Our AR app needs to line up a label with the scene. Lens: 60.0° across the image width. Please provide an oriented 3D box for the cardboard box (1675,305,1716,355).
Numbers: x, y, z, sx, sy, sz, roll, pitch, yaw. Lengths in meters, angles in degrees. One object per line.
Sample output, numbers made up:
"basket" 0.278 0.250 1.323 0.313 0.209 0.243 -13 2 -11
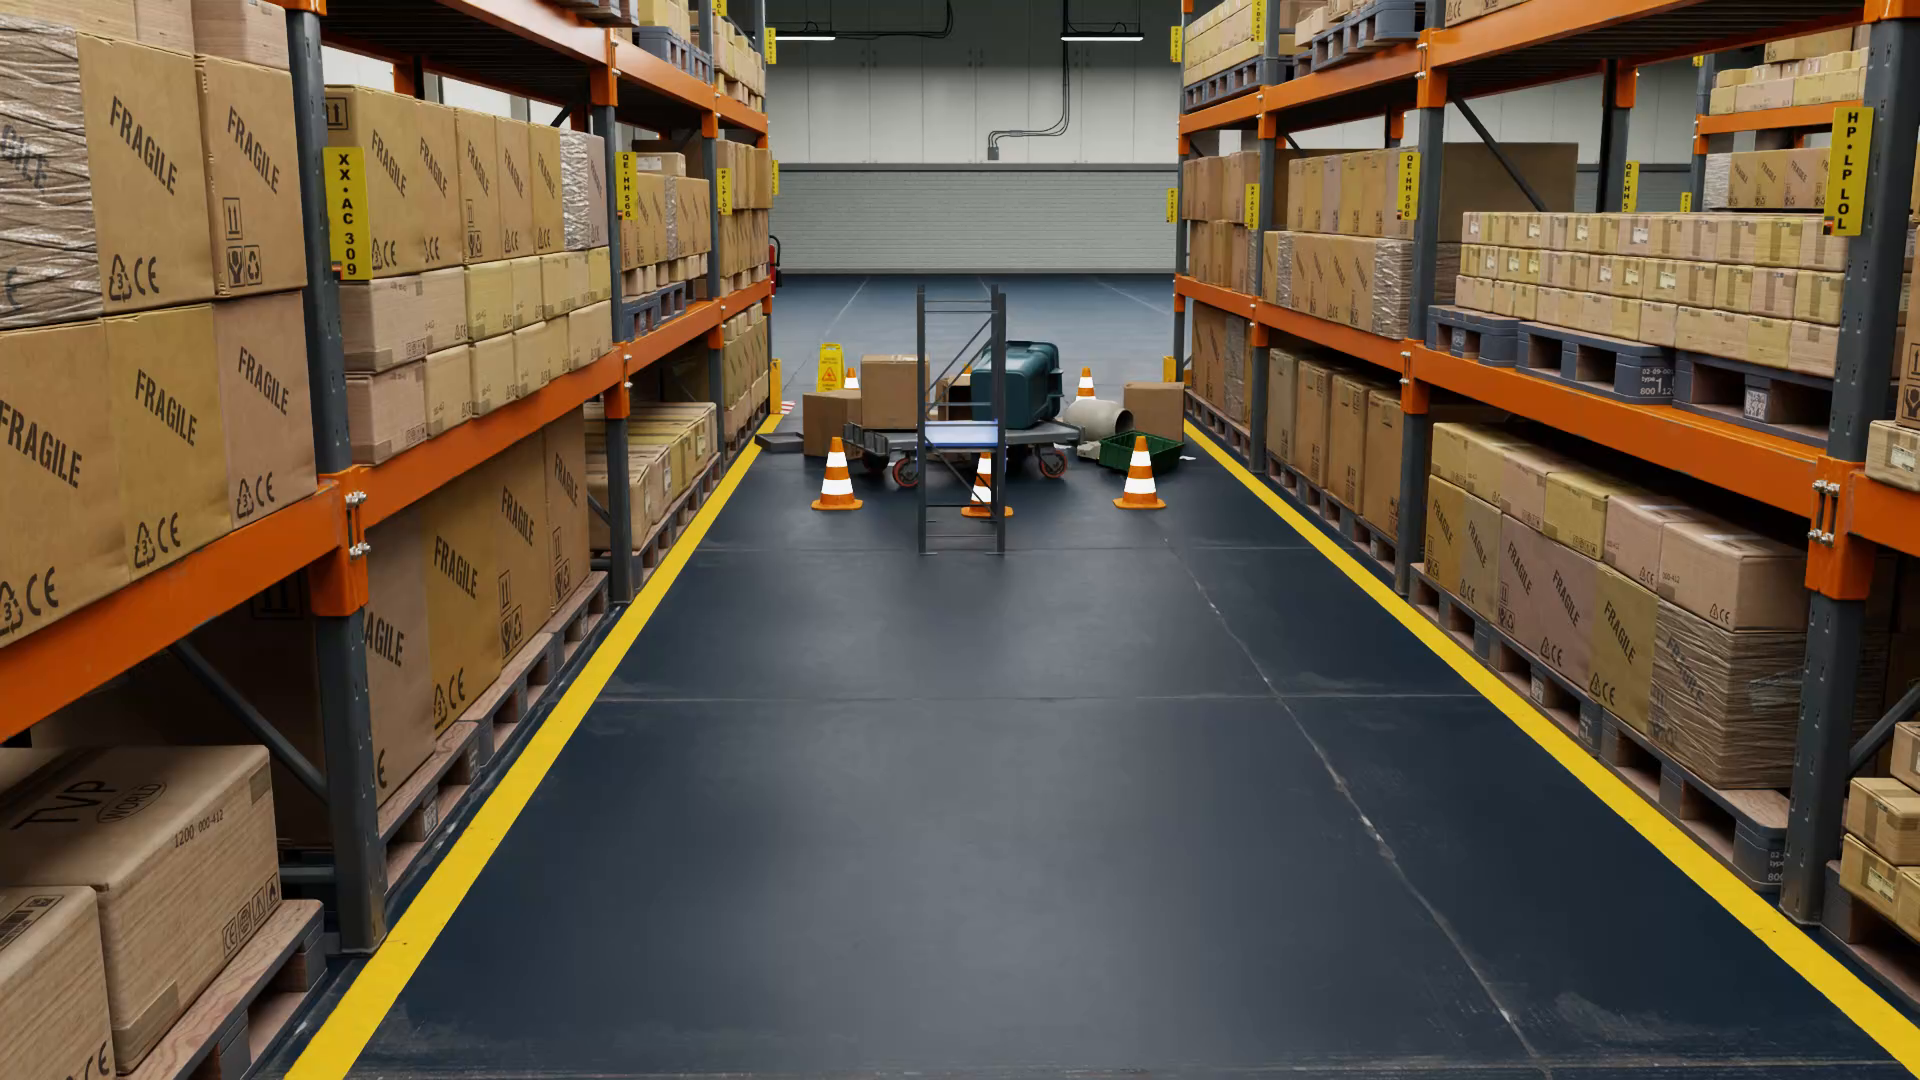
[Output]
"cardboard box" 2.639 -0.704 5.559 0.380 0.149 0.250 -1 11 -4

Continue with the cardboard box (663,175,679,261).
"cardboard box" -1.987 -1.946 10.052 0.500 0.500 0.500 -1 11 -3

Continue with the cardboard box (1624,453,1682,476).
"cardboard box" 3.069 -0.199 6.840 0.500 0.250 0.500 0 11 0

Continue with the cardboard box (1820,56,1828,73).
"cardboard box" 7.409 -3.954 13.834 0.380 0.149 0.250 -1 11 -3

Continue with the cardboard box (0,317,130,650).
"cardboard box" -1.782 -0.107 2.792 0.500 0.500 0.500 0 11 -2

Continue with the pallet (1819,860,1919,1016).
"pallet" 2.908 1.108 4.067 1.003 0.211 1.213 0 11 -1

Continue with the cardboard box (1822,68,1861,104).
"cardboard box" 7.368 -3.674 13.456 0.500 0.250 0.500 0 11 -2

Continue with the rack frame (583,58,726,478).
"rack frame" -2.253 -1.942 12.086 1.000 3.000 0.127 0 11 -1

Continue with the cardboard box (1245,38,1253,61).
"cardboard box" 2.361 -3.705 12.558 0.380 0.149 0.250 0 11 0

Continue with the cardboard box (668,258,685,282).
"cardboard box" -1.960 -1.720 10.571 0.380 0.149 0.250 0 11 -1

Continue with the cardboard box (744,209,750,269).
"cardboard box" -2.045 -2.525 13.962 0.500 0.500 0.500 0 11 0

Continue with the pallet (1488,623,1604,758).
"pallet" 2.813 0.577 6.685 1.003 0.211 1.213 0 11 -1

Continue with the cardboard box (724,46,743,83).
"cardboard box" -2.006 -3.775 13.206 0.500 0.250 0.500 0 11 -1

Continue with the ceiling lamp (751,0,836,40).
"ceiling lamp" -3.977 -13.589 39.729 2.000 3.185 0.800 0 11 -1

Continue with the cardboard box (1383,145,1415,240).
"cardboard box" 2.765 -1.916 9.192 0.700 0.500 0.500 0 11 -2

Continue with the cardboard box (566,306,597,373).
"cardboard box" -1.874 -0.872 7.191 0.500 0.250 0.500 0 11 0

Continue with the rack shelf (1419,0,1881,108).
"rack shelf" 2.818 -1.907 6.180 1.077 0.370 4.000 0 11 -1

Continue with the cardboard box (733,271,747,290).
"cardboard box" -1.956 -2.137 13.680 0.380 0.149 0.250 0 11 -1

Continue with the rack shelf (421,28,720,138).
"rack shelf" -2.212 -2.662 9.900 1.077 0.370 4.000 0 11 -1

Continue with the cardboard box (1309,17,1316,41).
"cardboard box" 2.467 -3.377 10.939 0.250 0.149 0.380 0 11 -1

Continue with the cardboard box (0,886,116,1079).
"cardboard box" -2.163 1.002 2.966 0.875 0.438 0.875 -1 11 -3

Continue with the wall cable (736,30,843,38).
"wall cable" -4.839 -13.033 46.774 3.097 2.526 0.112 0 11 -1

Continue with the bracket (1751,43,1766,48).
"bracket" 22.288 -13.805 46.422 0.076 0.066 3.189 0 11 -1

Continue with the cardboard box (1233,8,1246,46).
"cardboard box" 2.417 -3.977 12.893 0.500 0.250 0.500 0 11 -1

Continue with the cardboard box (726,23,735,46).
"cardboard box" -1.943 -3.900 12.820 0.380 0.149 0.250 0 11 -2

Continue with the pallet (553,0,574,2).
"pallet" -2.078 -2.174 6.162 1.003 0.211 1.213 0 11 1

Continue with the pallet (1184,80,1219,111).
"pallet" 2.637 -4.057 15.189 1.003 0.211 1.213 0 11 -1

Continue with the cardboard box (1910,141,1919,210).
"cardboard box" 7.370 -2.756 12.583 0.500 0.500 0.500 0 11 -1

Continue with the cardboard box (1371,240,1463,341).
"cardboard box" 2.498 -1.325 8.792 0.500 0.500 0.500 0 11 -1

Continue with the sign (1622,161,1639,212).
"sign" 3.319 -1.720 8.279 0.100 0.325 0.005 0 11 -1

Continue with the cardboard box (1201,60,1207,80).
"cardboard box" 2.319 -4.109 14.548 0.380 0.149 0.250 0 11 -1

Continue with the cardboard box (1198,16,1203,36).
"cardboard box" 2.314 -4.551 14.723 0.380 0.149 0.250 0 11 -1

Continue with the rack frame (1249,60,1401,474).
"rack frame" 2.694 -1.982 12.285 1.000 3.000 0.127 0 11 -1

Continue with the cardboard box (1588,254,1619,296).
"cardboard box" 2.623 -1.009 6.316 0.380 0.149 0.250 0 11 1

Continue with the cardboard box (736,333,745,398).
"cardboard box" -2.018 -1.392 13.351 0.500 0.500 0.500 0 11 1

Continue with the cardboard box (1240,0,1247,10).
"cardboard box" 2.358 -4.146 12.727 0.380 0.149 0.250 0 11 -1

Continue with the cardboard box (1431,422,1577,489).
"cardboard box" 2.548 -0.397 7.818 0.500 0.250 0.500 -1 11 -4

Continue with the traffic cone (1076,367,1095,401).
"traffic cone" 1.202 -1.423 15.908 0.336 0.463 0.334 0 11 -1

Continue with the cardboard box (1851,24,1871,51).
"cardboard box" 7.857 -4.380 14.305 0.500 0.500 0.500 0 11 -1

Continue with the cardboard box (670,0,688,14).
"cardboard box" -2.114 -3.674 11.146 0.500 0.250 0.500 0 11 0

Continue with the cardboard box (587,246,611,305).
"cardboard box" -1.907 -1.223 7.662 0.500 0.250 0.500 0 11 -1

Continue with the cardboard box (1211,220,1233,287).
"cardboard box" 2.635 -2.451 14.219 0.875 0.550 0.500 0 11 -1

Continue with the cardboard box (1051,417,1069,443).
"cardboard box" 0.817 -0.976 14.204 0.396 0.266 0.258 2 12 9

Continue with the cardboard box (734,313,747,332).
"cardboard box" -1.959 -1.785 13.653 0.380 0.149 0.250 0 11 2

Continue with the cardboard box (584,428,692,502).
"cardboard box" -2.206 -0.474 10.406 0.950 0.372 0.625 0 11 1

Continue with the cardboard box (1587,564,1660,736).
"cardboard box" 2.582 0.379 5.876 0.500 0.500 0.500 -1 11 -2

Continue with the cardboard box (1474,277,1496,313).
"cardboard box" 2.589 -1.127 7.644 0.380 0.149 0.250 0 11 2

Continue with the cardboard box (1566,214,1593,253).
"cardboard box" 2.621 -1.207 6.546 0.380 0.149 0.250 0 11 1

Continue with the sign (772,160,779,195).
"sign" -1.781 -3.458 15.850 0.100 0.325 0.005 0 11 -1

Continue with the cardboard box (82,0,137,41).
"cardboard box" -1.871 -1.046 3.273 0.380 0.149 0.250 0 11 -1

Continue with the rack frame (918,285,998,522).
"rack frame" -0.012 -0.853 10.492 0.500 1.500 0.032 0 11 -1

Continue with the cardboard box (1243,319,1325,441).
"cardboard box" 2.751 -1.272 13.072 0.875 0.875 0.875 0 11 0

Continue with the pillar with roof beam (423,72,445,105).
"pillar with roof beam" -4.129 -7.917 26.449 9.100 9.000 0.400 0 11 -1

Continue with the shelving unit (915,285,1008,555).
"shelving unit" -0.002 -0.752 9.994 0.538 1.500 1.048 0 11 -1

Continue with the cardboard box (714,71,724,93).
"cardboard box" -1.961 -3.404 12.381 0.380 0.149 0.250 0 11 -1
